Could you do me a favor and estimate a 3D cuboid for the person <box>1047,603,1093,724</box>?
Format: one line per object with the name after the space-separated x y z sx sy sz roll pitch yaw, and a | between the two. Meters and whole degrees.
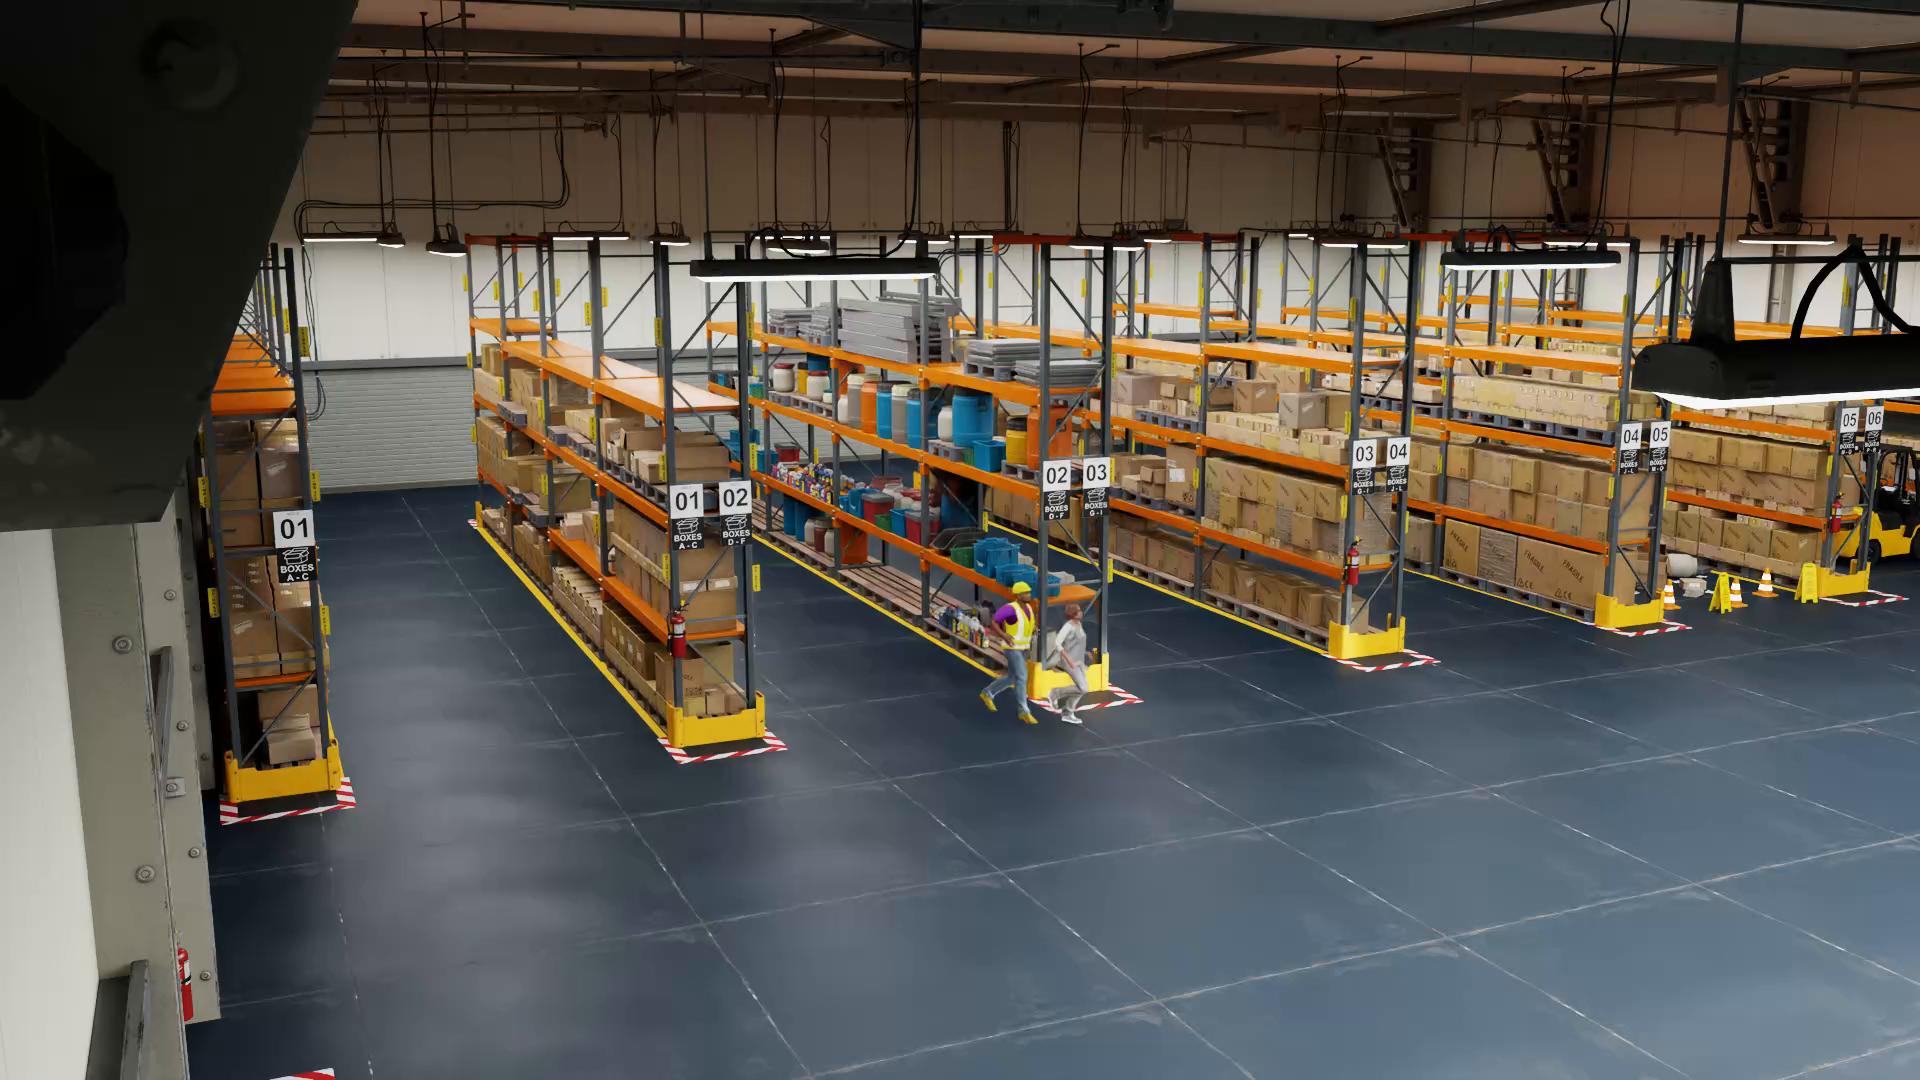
1.413 1.553 21.091 0.541 1.543 0.536 5 12 24 | person

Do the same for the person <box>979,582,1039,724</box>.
0.716 1.408 21.366 0.911 1.780 0.725 7 13 31 | person

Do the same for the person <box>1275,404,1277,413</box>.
8.428 -2.961 43.794 0.631 1.753 0.696 0 11 1 | person
